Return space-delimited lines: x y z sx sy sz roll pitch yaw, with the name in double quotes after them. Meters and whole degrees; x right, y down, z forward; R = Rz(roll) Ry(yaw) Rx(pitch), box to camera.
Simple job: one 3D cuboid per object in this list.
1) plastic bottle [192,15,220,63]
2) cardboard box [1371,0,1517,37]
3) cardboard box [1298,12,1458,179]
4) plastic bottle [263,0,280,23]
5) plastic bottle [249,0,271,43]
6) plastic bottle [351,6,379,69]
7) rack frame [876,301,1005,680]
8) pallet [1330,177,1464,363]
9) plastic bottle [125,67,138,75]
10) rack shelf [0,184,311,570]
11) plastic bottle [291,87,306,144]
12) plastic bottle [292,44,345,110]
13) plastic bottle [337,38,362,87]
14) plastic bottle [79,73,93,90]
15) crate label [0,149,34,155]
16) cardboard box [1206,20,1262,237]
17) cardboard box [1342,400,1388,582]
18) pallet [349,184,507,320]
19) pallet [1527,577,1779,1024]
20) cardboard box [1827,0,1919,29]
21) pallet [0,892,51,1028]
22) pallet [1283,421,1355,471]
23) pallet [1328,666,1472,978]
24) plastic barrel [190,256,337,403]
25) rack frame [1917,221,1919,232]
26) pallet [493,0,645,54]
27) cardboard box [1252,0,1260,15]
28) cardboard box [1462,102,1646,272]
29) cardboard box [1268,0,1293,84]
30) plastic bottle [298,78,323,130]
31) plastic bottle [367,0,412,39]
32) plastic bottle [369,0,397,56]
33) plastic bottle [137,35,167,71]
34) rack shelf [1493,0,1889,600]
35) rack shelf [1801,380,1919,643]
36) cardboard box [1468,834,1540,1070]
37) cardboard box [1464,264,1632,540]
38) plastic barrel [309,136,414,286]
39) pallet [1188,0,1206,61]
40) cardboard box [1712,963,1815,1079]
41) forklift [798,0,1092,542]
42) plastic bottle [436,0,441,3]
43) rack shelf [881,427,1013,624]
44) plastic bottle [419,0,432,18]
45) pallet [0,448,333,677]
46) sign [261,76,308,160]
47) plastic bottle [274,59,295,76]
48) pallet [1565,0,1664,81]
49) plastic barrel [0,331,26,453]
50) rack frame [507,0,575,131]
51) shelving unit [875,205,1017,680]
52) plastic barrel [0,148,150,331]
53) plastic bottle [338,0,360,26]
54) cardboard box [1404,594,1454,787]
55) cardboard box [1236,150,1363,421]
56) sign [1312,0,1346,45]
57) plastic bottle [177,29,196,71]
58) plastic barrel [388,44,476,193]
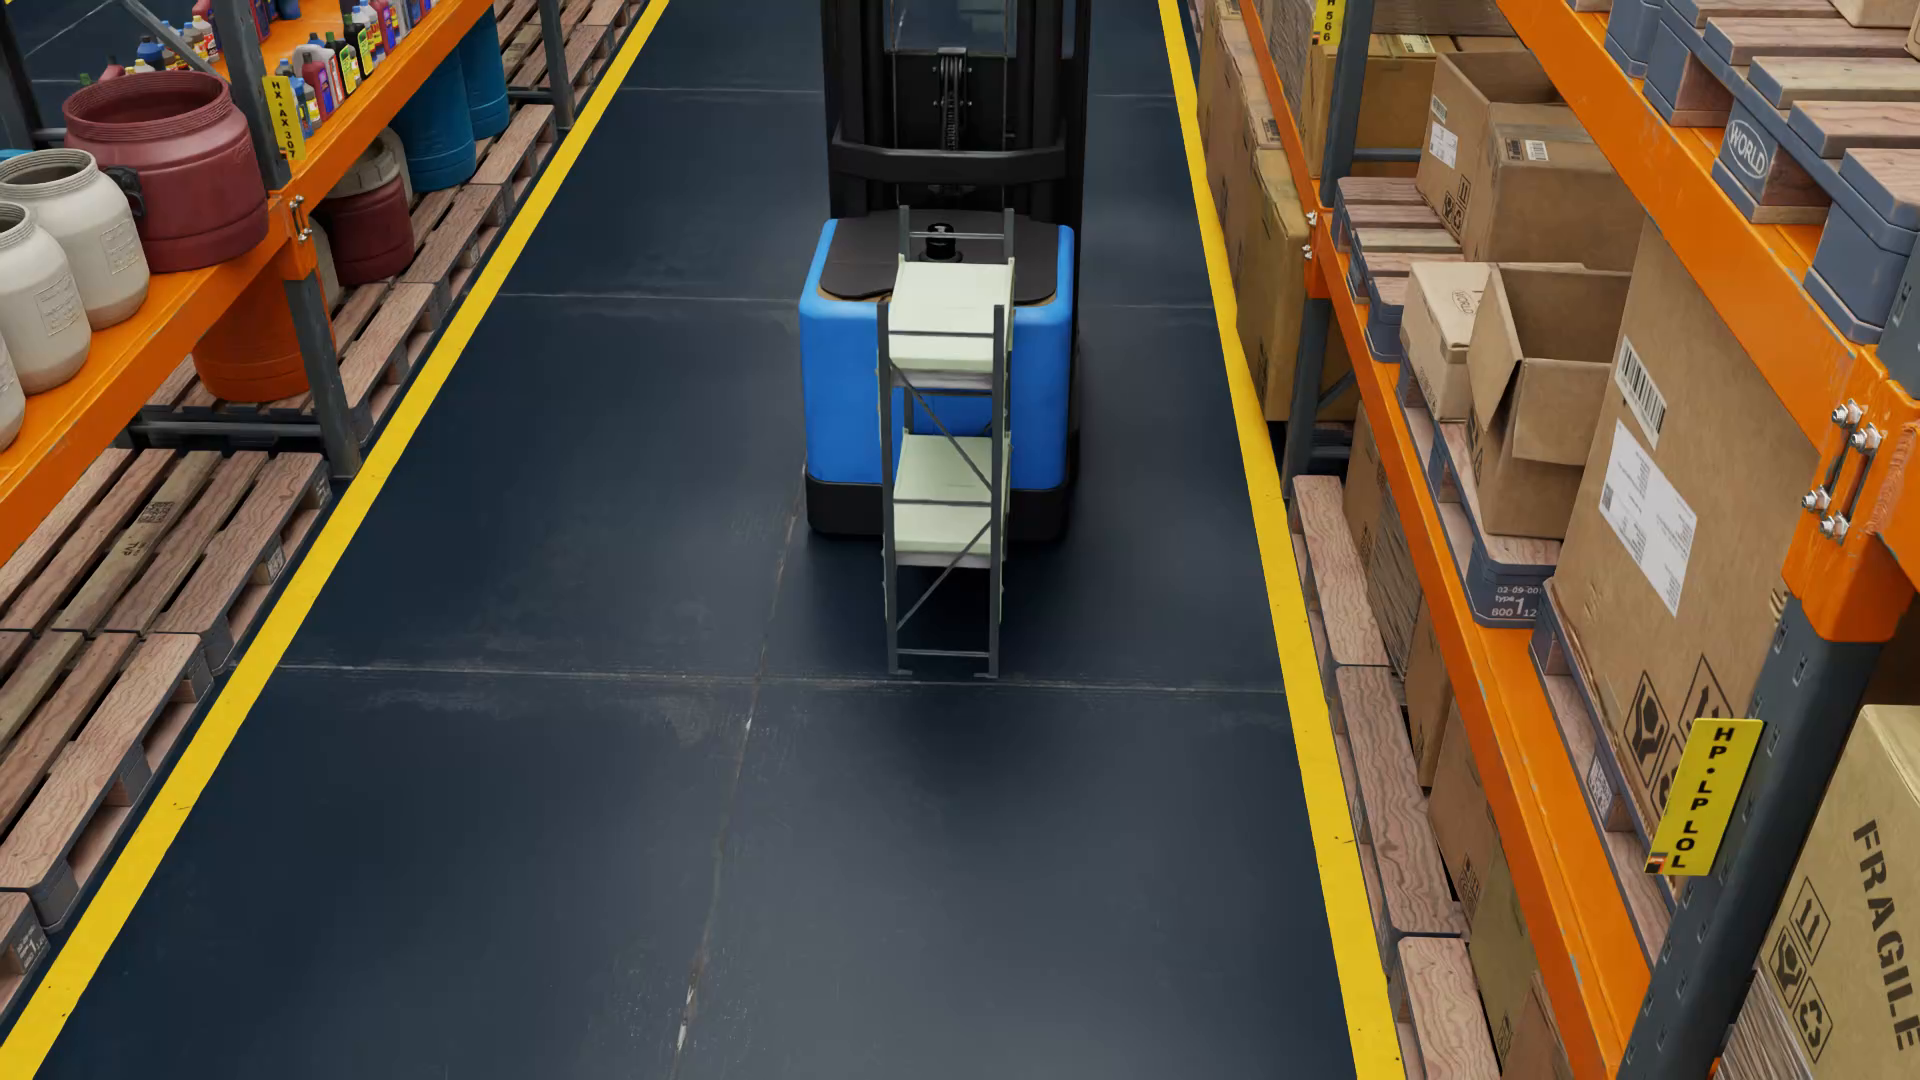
-3.440 -2.279 7.556 0.097 0.201 0.097 0 35 0 "plastic bottle"
1.905 -2.284 6.432 0.797 0.503 0.637 2 35 3 "cardboard box"
1.631 -1.743 6.535 0.500 0.500 0.500 2 35 3 "cardboard box"
-3.393 -2.680 7.997 0.144 0.351 0.185 1 35 2 "plastic bottle"
-3.303 -2.482 7.774 0.061 0.283 0.133 1 35 2 "plastic bottle"
-2.684 -2.257 7.465 0.097 0.271 0.097 0 35 0 "plastic bottle"
-0.061 -0.122 5.619 0.400 1.500 0.023 2 35 3 "rack frame"
1.937 -0.923 5.621 1.213 0.211 1.003 1 35 2 "pallet"
-3.468 -1.887 6.999 0.097 0.201 0.097 0 35 0 "plastic bottle"
-3.170 -0.084 4.887 1.077 0.370 4.000 1 35 2 "rack shelf"
-2.750 -1.718 6.694 0.152 0.276 0.135 1 35 2 "plastic bottle"
-2.731 -1.984 7.072 0.152 0.276 0.135 1 35 2 "plastic bottle"
-2.694 -2.096 7.296 0.097 0.201 0.097 0 35 0 "plastic bottle"
-3.500 -1.722 6.693 0.061 0.283 0.133 1 35 2 "plastic bottle"
-3.481 -1.226 6.031 0.303 0.233 0.416 1 35 2 "crate label"
1.979 -2.132 8.658 1.225 0.875 0.875 0 35 0 "cardboard box"
1.852 -0.185 6.196 0.700 0.500 0.500 0 35 -1 "cardboard box"
-3.048 -1.540 8.757 1.003 0.211 1.213 1 35 2 "pallet"
1.874 0.528 3.557 1.003 0.211 1.213 1 35 2 "pallet"
1.636 -1.002 2.709 0.396 0.266 0.258 3 35 4 "cardboard box"
-3.258 1.459 4.490 1.003 0.211 1.213 1 35 2 "pallet"
1.966 -0.724 7.596 1.003 0.211 1.213 1 35 2 "pallet"
1.774 0.876 5.321 1.003 0.211 1.213 1 35 2 "pallet"
-3.087 -1.093 7.219 0.600 0.830 0.708 1 35 2 "plastic barrel"
1.698 -1.570 1.157 1.000 3.000 0.127 1 35 2 "rack frame"
-2.892 -3.811 11.989 1.003 0.211 1.213 1 35 2 "pallet"
1.712 -2.917 8.206 0.500 0.500 0.500 1 35 1 "cardboard box"
1.955 -0.992 5.100 0.700 0.500 0.500 6 36 9 "cardboard box"
1.675 -2.328 7.367 0.500 0.500 0.500 0 35 0 "cardboard box"
-2.714 -1.809 6.889 0.097 0.201 0.097 0 35 0 "plastic bottle"
-2.694 -2.515 7.828 0.152 0.276 0.135 1 35 2 "plastic bottle"
-2.658 -2.384 7.635 0.061 0.283 0.133 1 35 2 "plastic bottle"
-3.460 -2.028 7.138 0.097 0.271 0.097 0 35 0 "plastic bottle"
1.779 -1.197 3.862 1.077 0.370 4.000 1 35 2 "rack shelf"
1.618 1.101 0.592 1.077 0.370 4.000 1 35 2 "rack shelf"
1.782 1.102 4.365 0.700 0.500 0.500 1 35 2 "cardboard box"
1.676 -0.327 4.152 0.797 0.503 0.637 5 35 7 "cardboard box"
-3.042 -1.643 8.211 0.600 0.588 0.708 1 35 2 "plastic barrel"
2.175 -3.708 11.843 1.003 0.211 1.213 1 35 2 "pallet"
1.618 0.979 2.402 0.875 0.500 0.500 1 35 2 "cardboard box"
0.001 -2.018 7.072 1.130 2.935 3.031 2 35 3 "forklift"
-2.672 -2.831 8.277 0.152 0.276 0.135 1 35 2 "plastic bottle"
-0.036 -0.065 6.105 0.431 0.370 0.720 2 35 3 "rack shelf"
-2.635 -2.700 8.085 0.061 0.283 0.133 1 35 2 "plastic bottle"
-3.160 0.057 6.485 1.003 0.211 1.213 1 35 2 "pallet"
-2.540 -1.586 6.256 0.100 0.325 0.005 1 35 2 "sign"
-2.856 -1.946 7.082 0.097 0.201 0.097 0 35 0 "plastic bottle"
1.868 -1.214 3.423 1.213 0.211 1.003 1 35 2 "pallet"
-2.946 -0.500 4.734 0.433 0.535 0.433 0 35 0 "plastic barrel"
-2.929 -3.826 9.585 1.000 3.000 0.127 1 35 2 "rack frame"
-0.036 -0.332 5.918 0.431 1.500 0.755 2 35 3 "shelving unit"
-2.918 -0.977 5.435 0.421 0.512 0.421 0 35 0 "plastic barrel"
-2.841 -2.563 7.831 0.144 0.351 0.185 1 35 2 "plastic bottle"
1.827 0.460 5.279 0.700 0.500 0.500 4 35 6 "cardboard box"
1.908 -1.112 7.206 1.225 0.875 0.875 0 35 0 "cardboard box"
1.304 -1.898 5.835 0.100 0.325 0.005 1 35 2 "sign"
-3.448 -2.167 7.397 0.097 0.201 0.097 0 35 0 "plastic bottle"
-2.997 -2.420 9.045 0.600 0.901 0.708 1 35 2 "plastic barrel"
